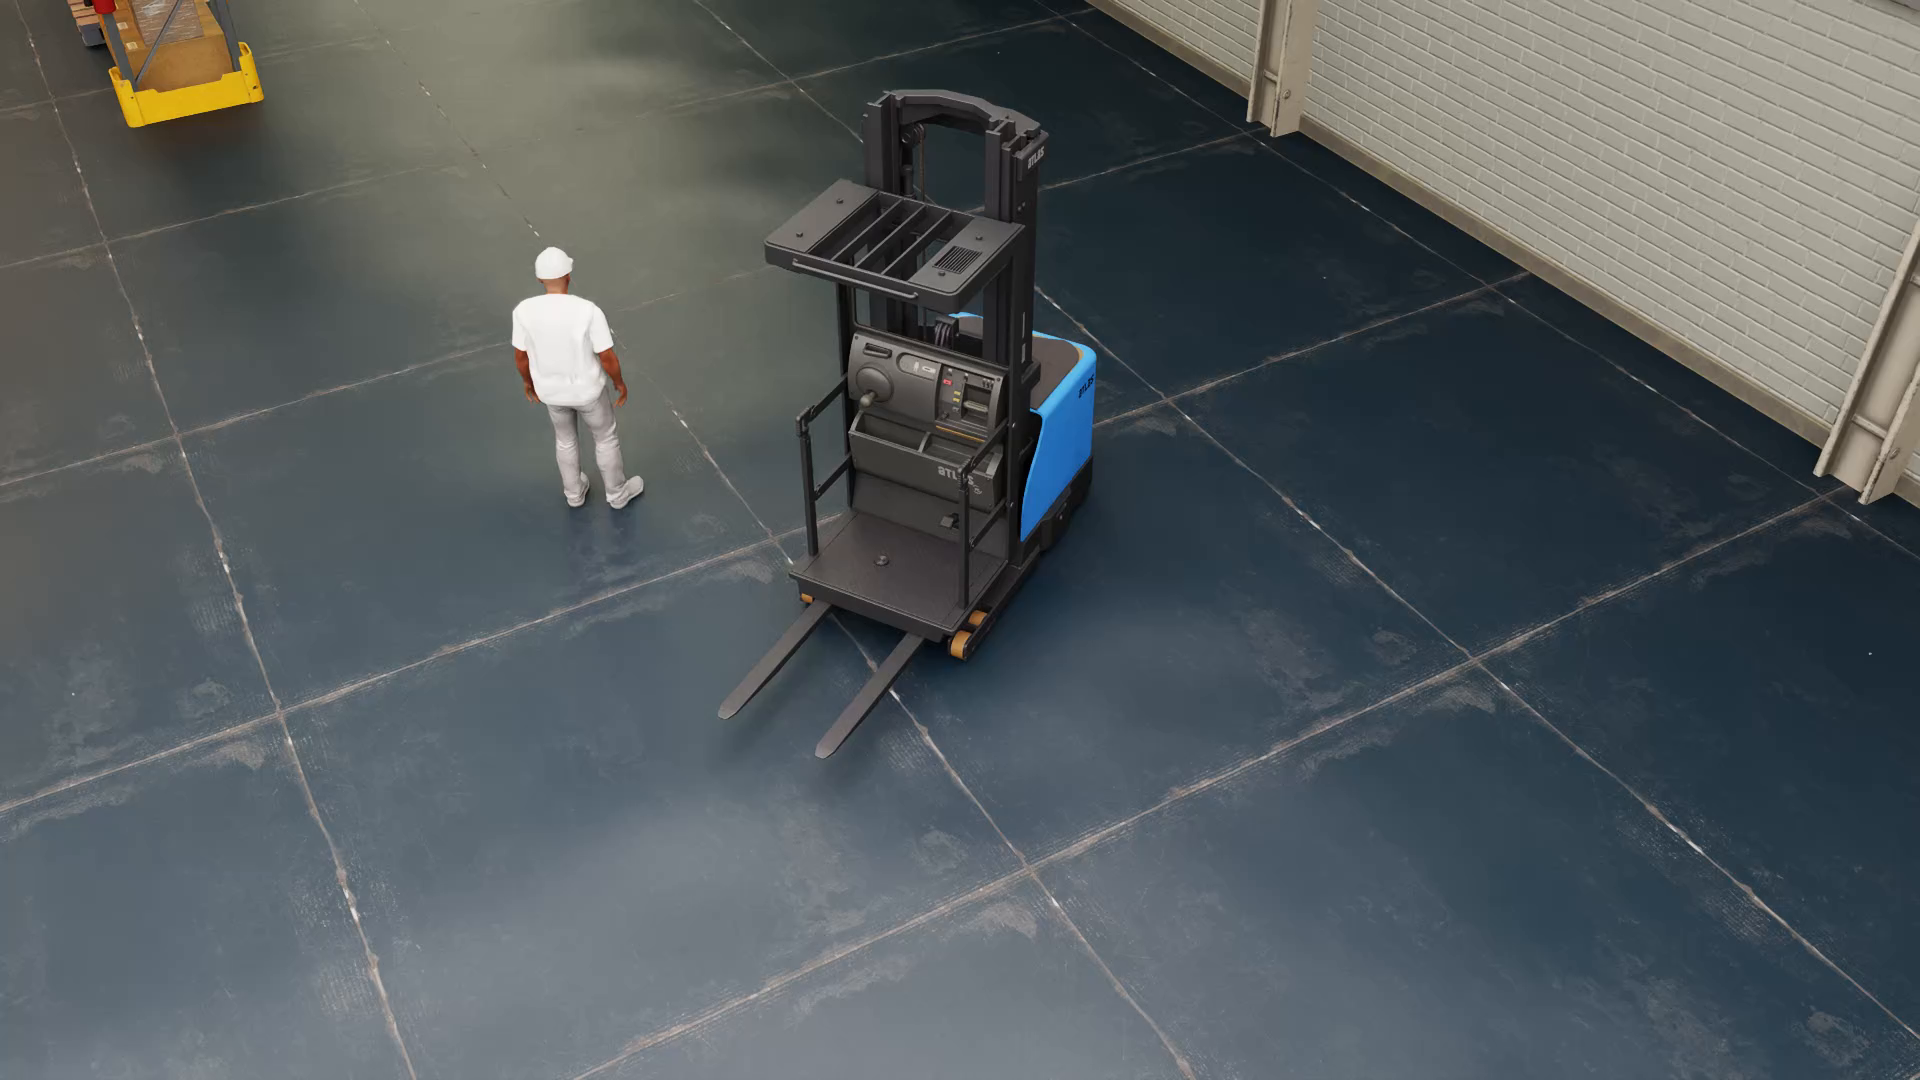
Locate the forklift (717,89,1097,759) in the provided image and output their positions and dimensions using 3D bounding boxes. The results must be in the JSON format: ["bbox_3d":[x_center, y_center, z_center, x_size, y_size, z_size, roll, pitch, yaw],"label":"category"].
[{"bbox_3d":[-0.292,-0.775,8.971,1.130,2.935,3.031,19,43,21],"label":"forklift"}]

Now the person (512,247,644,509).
[{"bbox_3d":[-2.349,-0.957,10.111,0.635,1.760,0.458,4,40,5],"label":"person"}]
